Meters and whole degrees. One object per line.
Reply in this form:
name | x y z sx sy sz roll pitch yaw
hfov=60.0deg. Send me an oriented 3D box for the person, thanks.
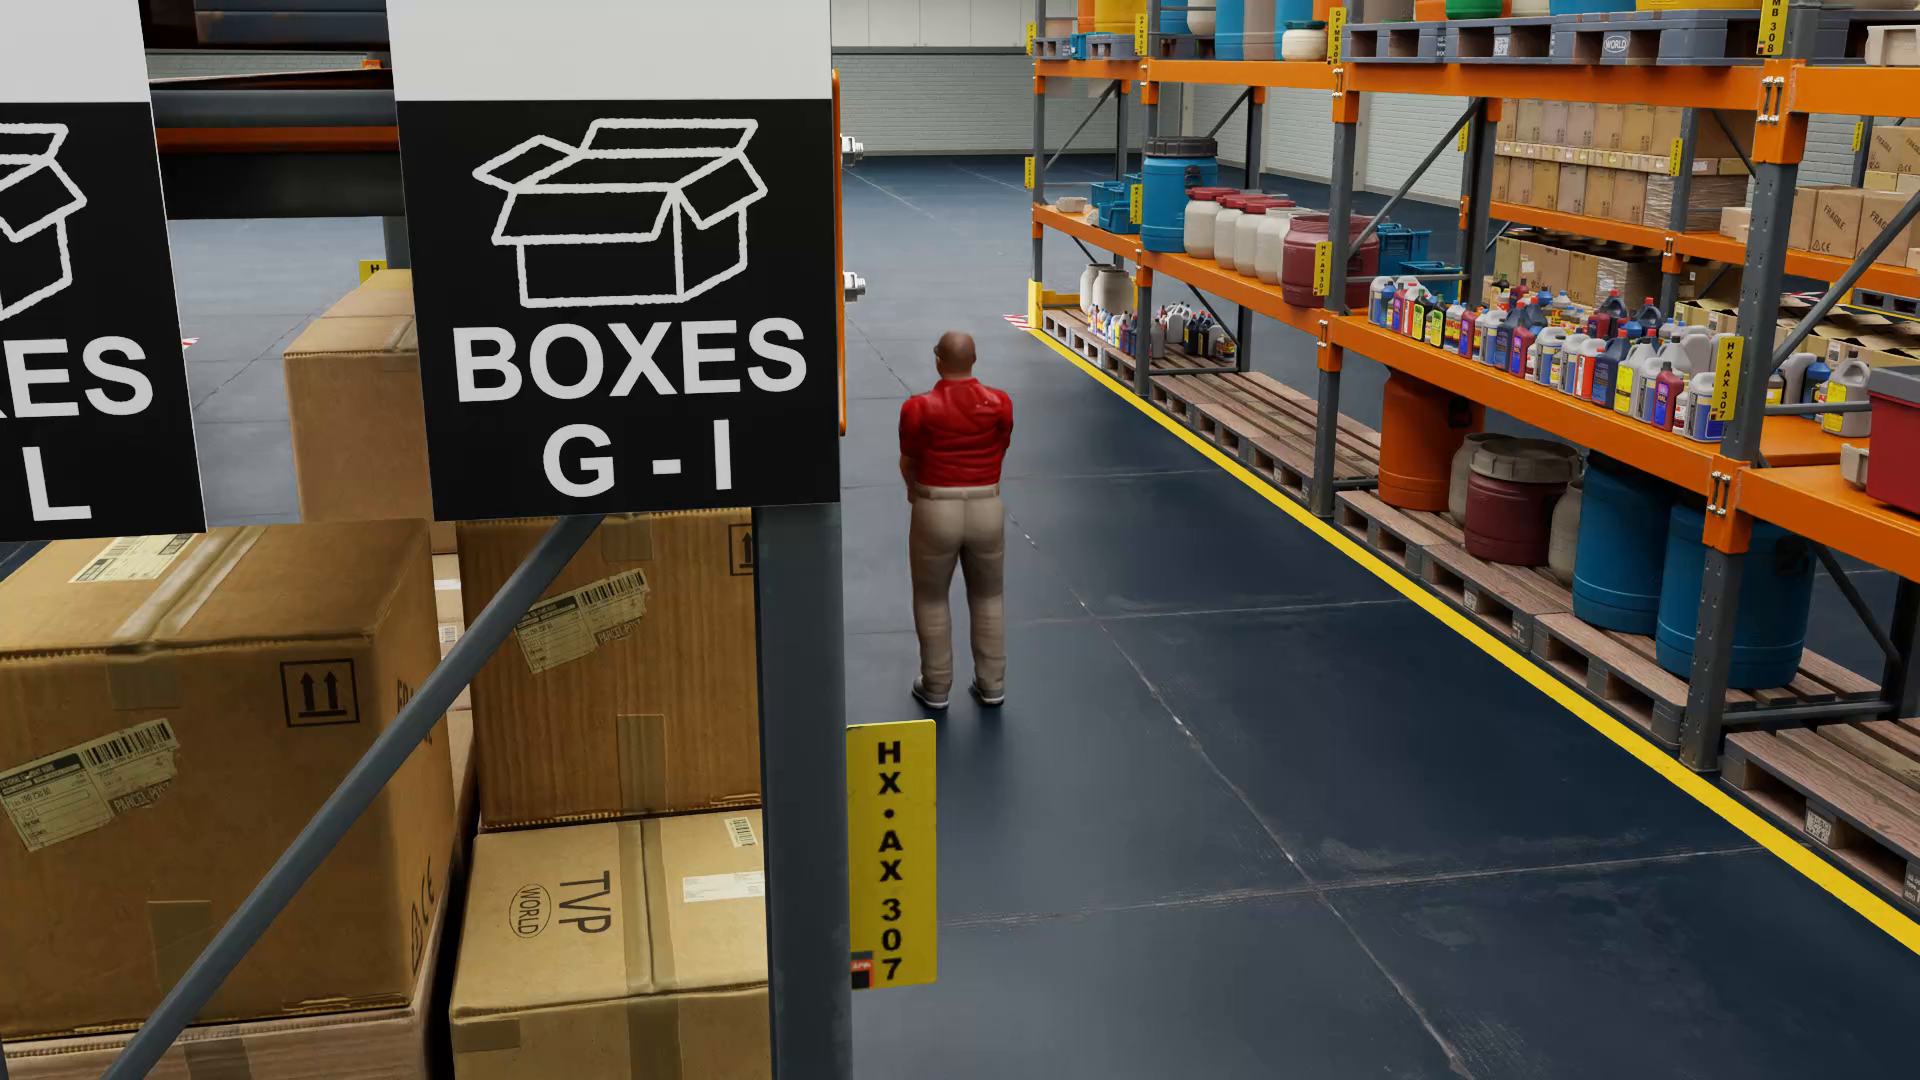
person | -0.044 -0.108 7.435 0.503 1.725 0.529 -4 17 -12
